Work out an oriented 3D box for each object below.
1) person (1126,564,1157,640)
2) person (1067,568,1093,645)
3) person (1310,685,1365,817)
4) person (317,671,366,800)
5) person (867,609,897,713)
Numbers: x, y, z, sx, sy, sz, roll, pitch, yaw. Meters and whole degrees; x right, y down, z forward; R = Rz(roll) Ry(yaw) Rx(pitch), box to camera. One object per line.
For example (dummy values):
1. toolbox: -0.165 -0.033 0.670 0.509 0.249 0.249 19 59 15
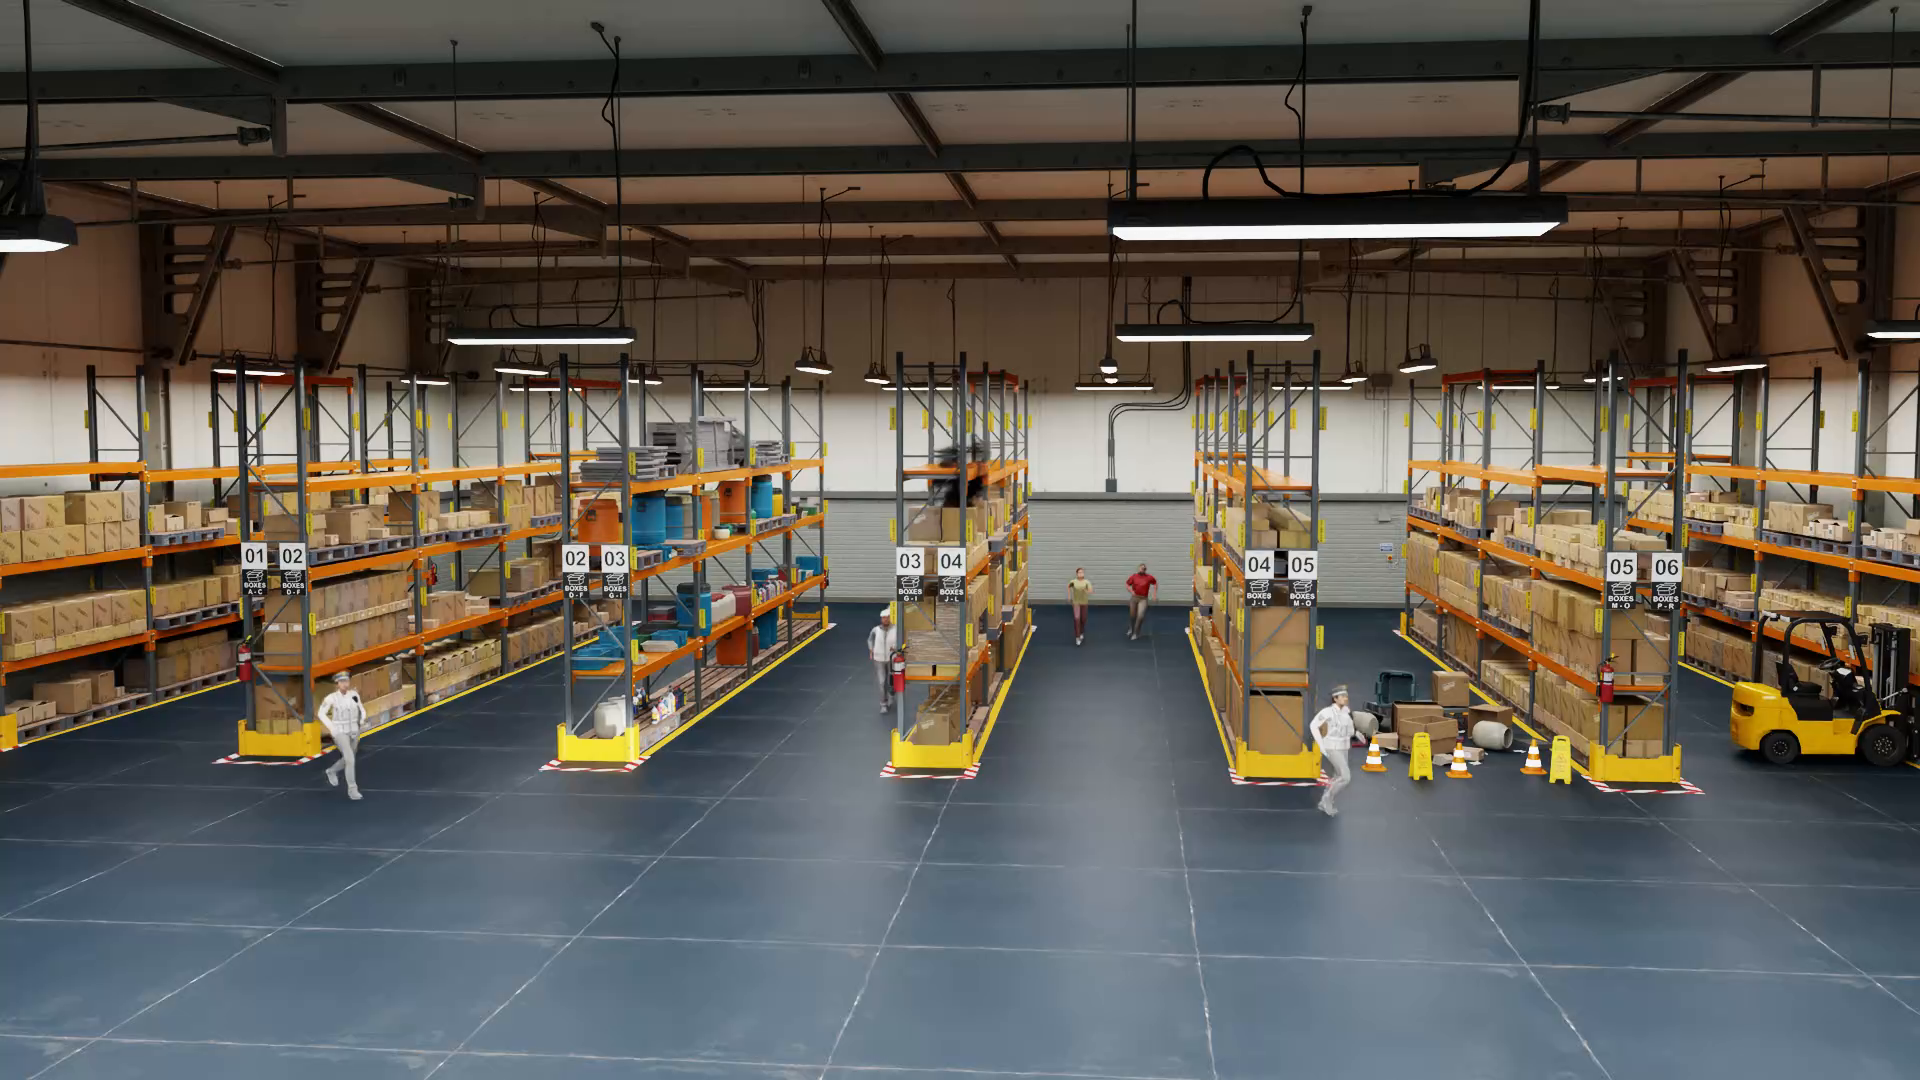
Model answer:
1. person: 4.183 1.428 38.450 0.718 1.770 0.827 1 4 13
2. person: 2.723 1.479 37.662 0.554 1.714 0.839 0 4 -4
3. person: 4.818 2.668 21.088 0.616 1.678 0.627 -4 6 -42
4. person: -8.228 2.588 22.249 0.769 1.703 0.609 3 5 39
5. person: -1.275 2.075 28.764 0.676 1.761 0.802 0 4 -1
